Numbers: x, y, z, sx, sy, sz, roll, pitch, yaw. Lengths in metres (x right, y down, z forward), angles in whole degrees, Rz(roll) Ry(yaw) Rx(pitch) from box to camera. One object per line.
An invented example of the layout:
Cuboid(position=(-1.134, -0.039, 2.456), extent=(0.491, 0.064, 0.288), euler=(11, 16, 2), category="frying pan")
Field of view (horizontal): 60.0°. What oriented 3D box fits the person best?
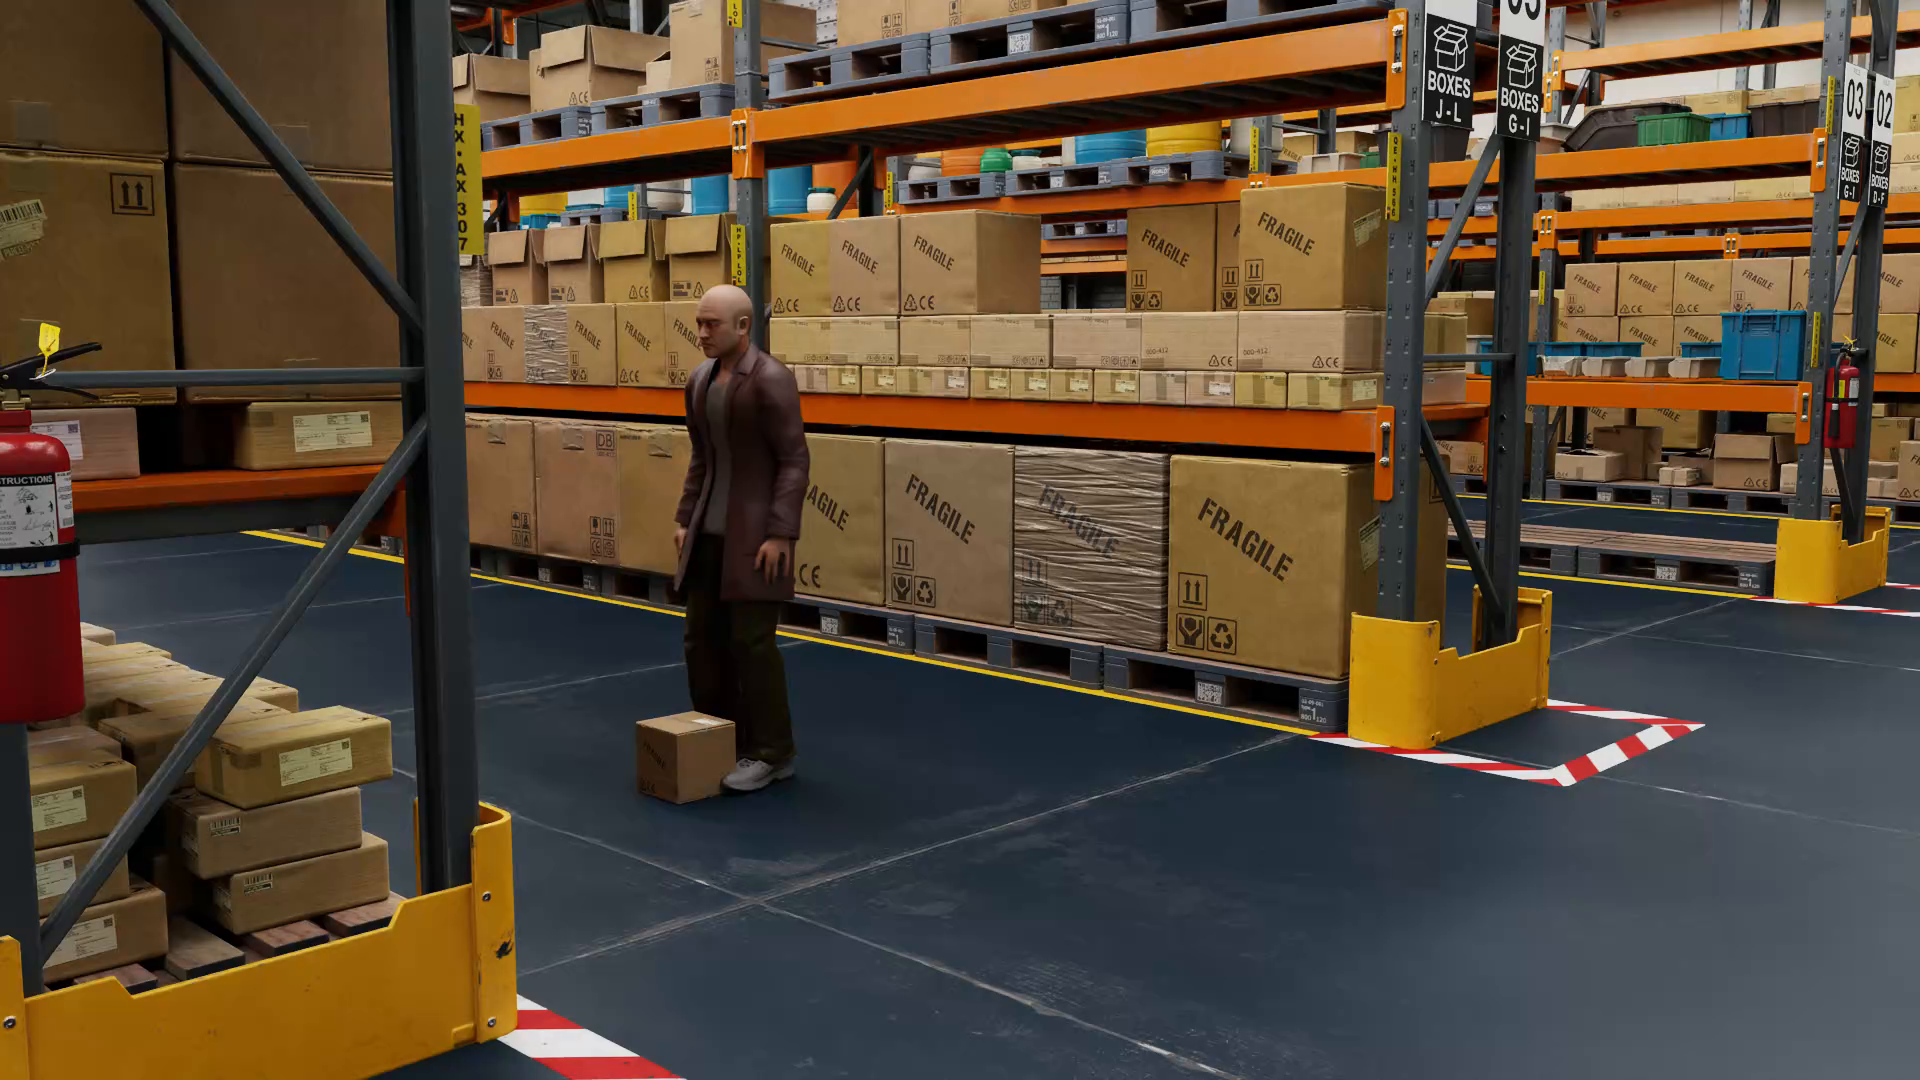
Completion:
Cuboid(position=(-0.802, -0.016, 5.951), extent=(0.641, 1.773, 0.428), euler=(7, 9, 43), category="person")
